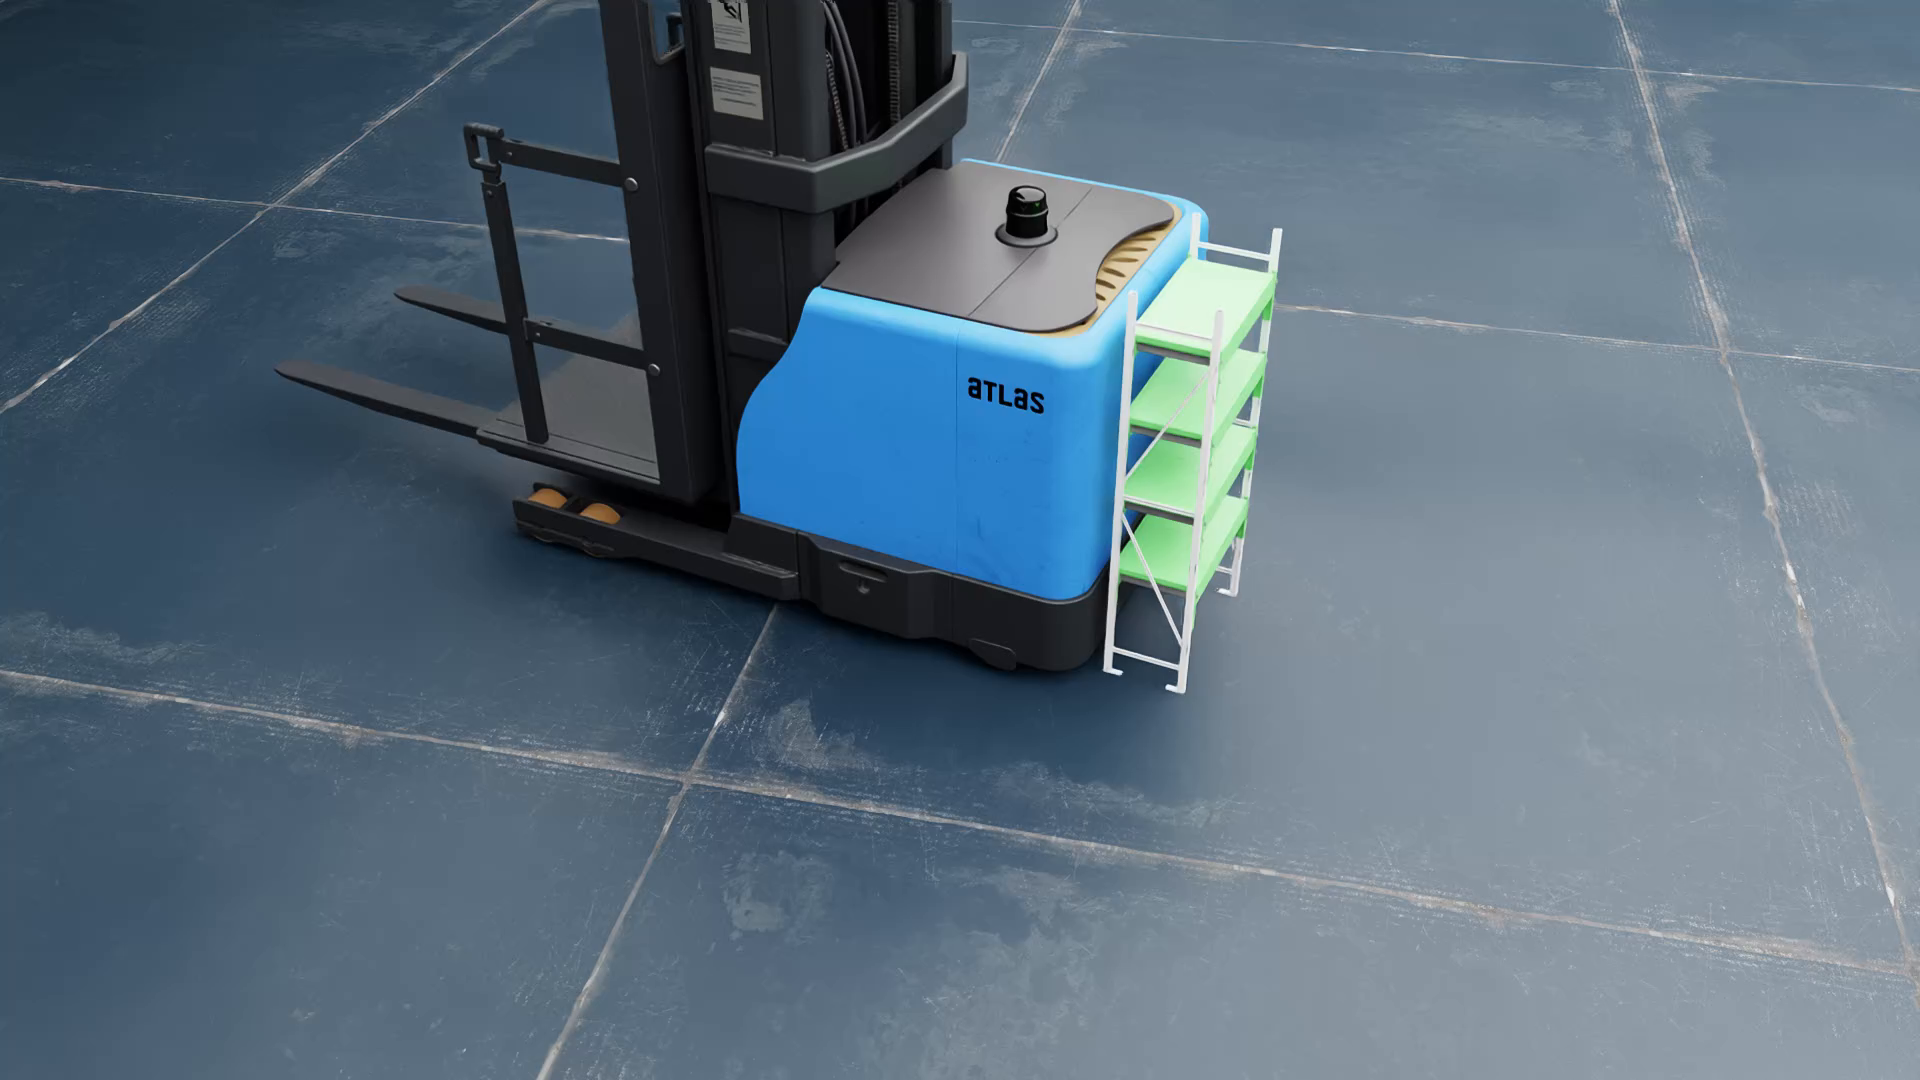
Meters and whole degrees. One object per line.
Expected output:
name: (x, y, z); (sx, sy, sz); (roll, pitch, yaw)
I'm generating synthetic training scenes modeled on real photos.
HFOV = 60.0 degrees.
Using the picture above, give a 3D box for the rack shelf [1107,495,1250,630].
rack shelf: (0.622, 0.029, 4.705); (0.258, 0.148, 0.480); (15, 39, 20)

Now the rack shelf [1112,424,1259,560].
rack shelf: (0.622, -0.165, 4.564); (0.258, 0.148, 0.480); (15, 39, 20)

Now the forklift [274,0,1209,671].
forklift: (-0.833, -1.396, 4.679); (3.031, 2.935, 1.130); (15, 39, 20)

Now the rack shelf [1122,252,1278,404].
rack shelf: (0.622, -0.554, 4.282); (0.258, 0.148, 0.480); (15, 39, 20)

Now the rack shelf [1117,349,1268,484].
rack shelf: (0.622, -0.359, 4.423); (0.258, 0.148, 0.480); (15, 39, 20)

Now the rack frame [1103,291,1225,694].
rack frame: (0.520, -0.087, 4.347); (0.240, 1.200, 0.015); (15, 39, 20)

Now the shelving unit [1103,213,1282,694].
shelving unit: (0.622, -0.217, 4.527); (0.258, 1.200, 0.503); (15, 39, 20)

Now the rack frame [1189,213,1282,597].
rack frame: (0.725, -0.347, 4.706); (0.240, 1.200, 0.015); (15, 39, 20)
